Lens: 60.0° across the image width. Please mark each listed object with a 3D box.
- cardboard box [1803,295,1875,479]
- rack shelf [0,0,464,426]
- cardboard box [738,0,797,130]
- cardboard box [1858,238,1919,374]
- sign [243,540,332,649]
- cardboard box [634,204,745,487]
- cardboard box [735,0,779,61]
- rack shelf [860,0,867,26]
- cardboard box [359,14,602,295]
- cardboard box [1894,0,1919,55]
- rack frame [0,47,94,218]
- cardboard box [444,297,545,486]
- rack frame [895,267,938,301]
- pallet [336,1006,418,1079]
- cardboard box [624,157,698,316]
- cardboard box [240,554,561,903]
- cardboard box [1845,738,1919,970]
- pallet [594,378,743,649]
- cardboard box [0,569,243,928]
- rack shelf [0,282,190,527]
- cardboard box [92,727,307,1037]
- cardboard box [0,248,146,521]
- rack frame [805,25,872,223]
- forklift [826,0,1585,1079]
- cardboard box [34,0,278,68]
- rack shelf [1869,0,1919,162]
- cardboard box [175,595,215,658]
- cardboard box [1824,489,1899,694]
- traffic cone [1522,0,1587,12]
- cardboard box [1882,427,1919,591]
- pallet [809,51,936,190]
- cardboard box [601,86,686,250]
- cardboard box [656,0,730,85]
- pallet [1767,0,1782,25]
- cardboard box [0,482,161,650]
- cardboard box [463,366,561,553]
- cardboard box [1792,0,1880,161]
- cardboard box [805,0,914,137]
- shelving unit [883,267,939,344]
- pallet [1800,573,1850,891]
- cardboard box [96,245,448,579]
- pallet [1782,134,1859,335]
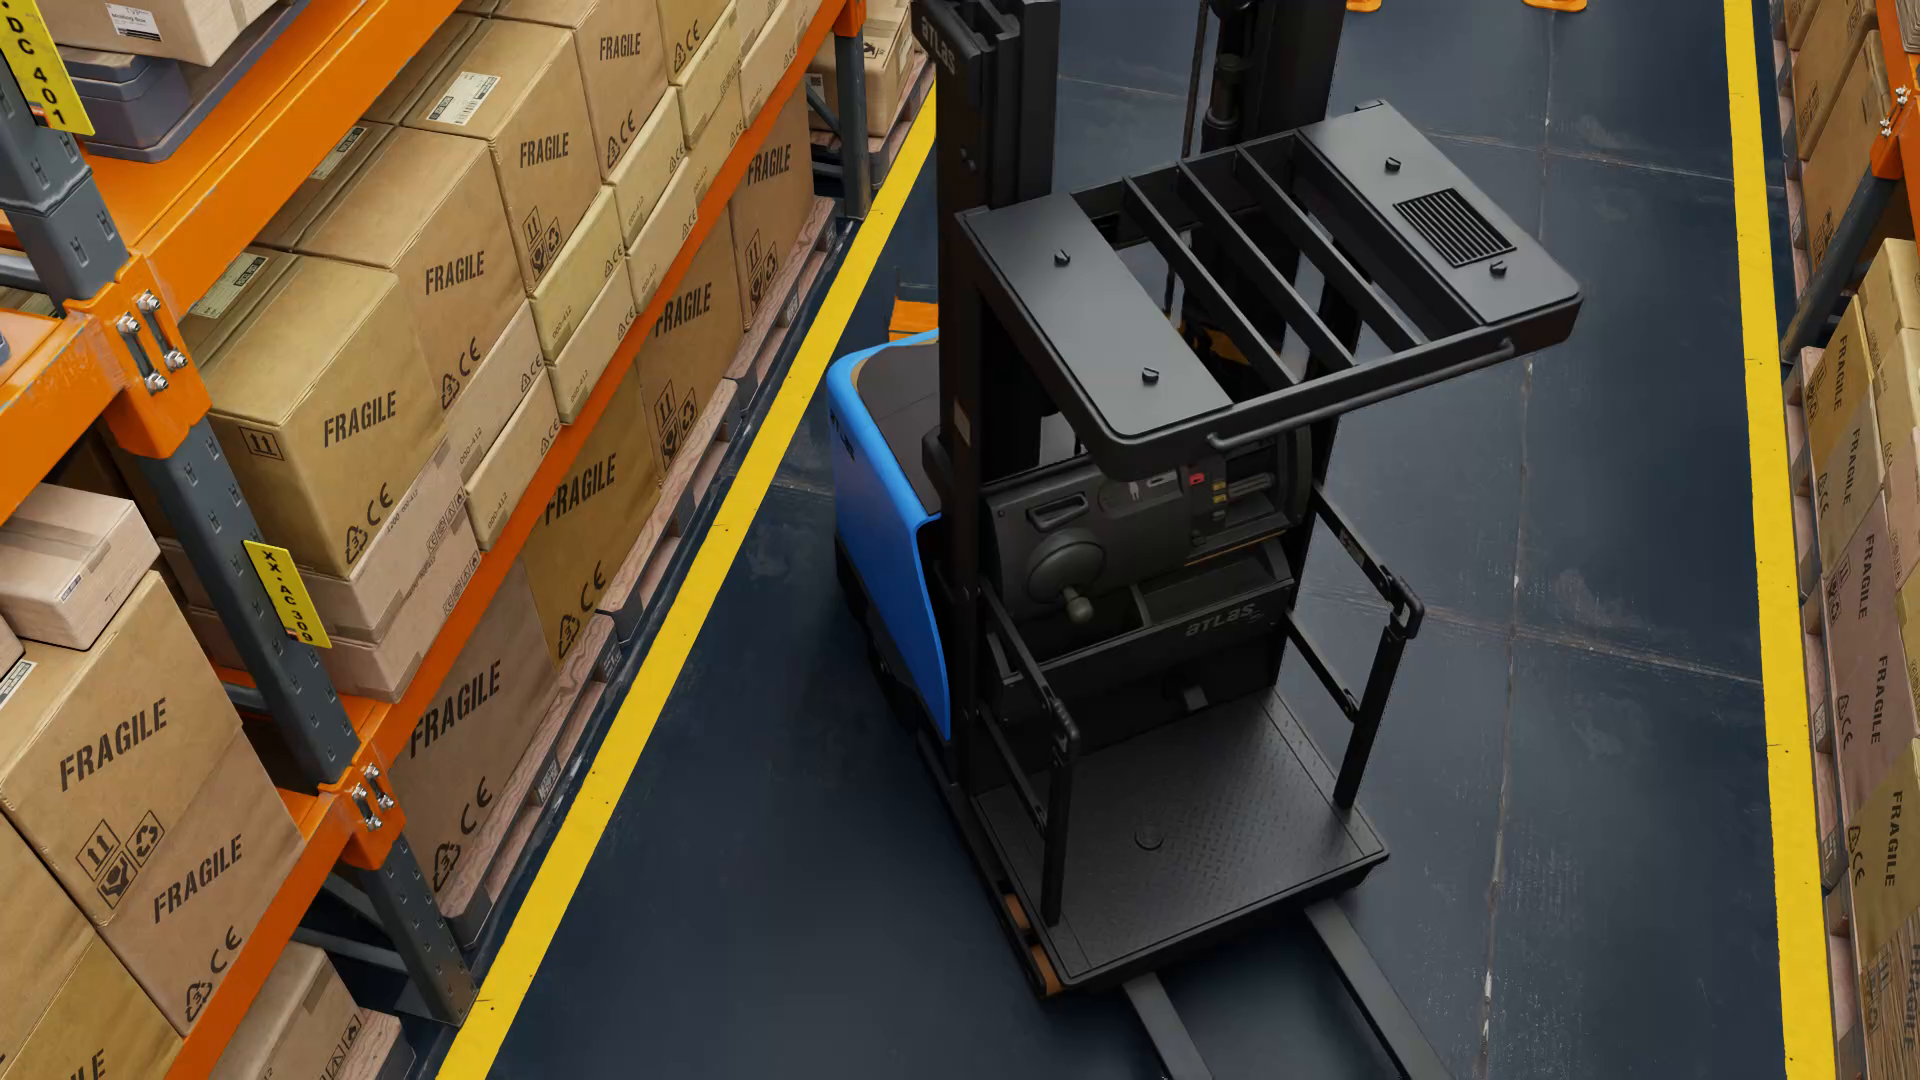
[{"bbox_3d":[3.469,-0.517,6.093,0.500,0.500,0.500,10,49,8],"label":"cardboard box"},{"bbox_3d":[-1.428,-1.878,4.386,1.077,0.370,4.000,12,50,10],"label":"rack shelf"},{"bbox_3d":[-0.903,-1.731,5.877,0.500,0.250,0.500,12,50,11],"label":"cardboard box"},{"bbox_3d":[3.486,-0.776,5.821,0.500,0.250,0.500,10,49,8],"label":"cardboard box"},{"bbox_3d":[-1.418,0.119,3.514,0.100,0.325,0.005,12,50,10],"label":"sign"},{"bbox_3d":[-1.402,-0.879,6.162,0.875,0.875,0.875,12,50,10],"label":"cardboard box"},{"bbox_3d":[-0.915,-1.914,5.705,0.500,0.250,0.500,10,49,9],"label":"cardboard box"},{"bbox_3d":[-0.375,-3.779,8.064,1.077,0.370,4.000,12,50,10],"label":"rack shelf"},{"bbox_3d":[-1.319,-1.038,4.432,0.500,0.500,0.500,10,49,9],"label":"cardboard box"},{"bbox_3d":[3.760,-2.078,6.017,0.500,0.500,0.500,12,50,10],"label":"cardboard box"},{"bbox_3d":[-1.954,-1.662,1.715,1.000,3.000,0.127,12,50,10],"label":"rack frame"},{"bbox_3d":[-1.456,-0.438,4.403,0.500,0.250,0.500,12,50,11],"label":"cardboard box"},{"bbox_3d":[-0.124,-0.573,6.056,0.200,1.050,0.008,6,49,5],"label":"rack frame"},{"bbox_3d":[-2.230,1.780,4.538,1.003,0.211,1.213,12,50,10],"label":"pallet"},{"bbox_3d":[-1.158,-0.996,5.228,0.500,0.250,0.500,11,49,9],"label":"cardboard box"},{"bbox_3d":[-1.868,0.423,5.013,0.875,0.875,0.875,13,50,11],"label":"cardboard box"},{"bbox_3d":[2.935,0.959,4.790,0.500,0.500,0.500,11,49,9],"label":"cardboard box"},{"bbox_3d":[-1.504,-0.213,6.297,1.003,0.211,1.213,12,50,10],"label":"pallet"},{"bbox_3d":[-1.812,0.355,3.203,0.500,0.500,0.500,11,50,10],"label":"cardboard box"},{"bbox_3d":[-2.480,1.015,1.833,1.077,0.370,4.000,12,50,10],"label":"rack shelf"},{"bbox_3d":[-1.829,0.676,3.586,0.500,0.500,0.500,12,50,10],"label":"cardboard box"},{"bbox_3d":[-2.079,-0.414,3.881,0.500,0.500,0.500,13,50,11],"label":"cardboard box"},{"bbox_3d":[-0.901,-2.570,6.518,1.000,3.000,0.127,12,50,10],"label":"rack frame"},{"bbox_3d":[0.605,0.032,4.267,1.130,2.935,3.031,-18,51,-15],"label":"forklift"},{"bbox_3d":[-1.485,-1.057,2.991,0.396,0.266,0.258,11,50,10],"label":"cardboard box"},{"bbox_3d":[4.427,-2.875,7.267,1.077,0.370,4.000,12,50,10],"label":"rack shelf"},{"bbox_3d":[-2.079,-0.002,4.351,0.500,0.250,0.500,10,49,9],"label":"cardboard box"},{"bbox_3d":[3.209,0.219,5.443,0.500,0.500,0.500,10,49,9],"label":"cardboard box"},{"bbox_3d":[3.144,-3.048,8.632,0.336,0.463,0.334,12,50,10],"label":"traffic cone"},{"bbox_3d":[3.210,-0.053,5.183,0.500,0.250,0.500,12,50,10],"label":"cardboard box"},{"bbox_3d":[-0.694,-2.213,8.062,1.003,0.211,1.213,12,50,10],"label":"pallet"},{"bbox_3d":[-1.166,-1.164,5.043,0.500,0.250,0.500,10,49,9],"label":"cardboard box"},{"bbox_3d":[-1.049,-1.778,5.085,0.500,0.500,0.500,12,50,10],"label":"cardboard box"},{"bbox_3d":[4.823,-3.064,8.814,1.003,0.211,1.213,12,50,10],"label":"pallet"},{"bbox_3d":[-1.728,0.030,3.057,0.380,0.149,0.250,11,49,9],"label":"cardboard box"},{"bbox_3d":[-1.449,-0.268,4.586,0.500,0.250,0.500,10,49,9],"label":"cardboard box"},{"bbox_3d":[4.375,-2.117,7.338,1.050,0.750,0.750,12,50,11],"label":"cardboard box"},{"bbox_3d":[-0.743,-2.246,7.705,0.950,0.372,0.625,9,49,7],"label":"cardboard box"},{"bbox_3d":[-0.140,-0.482,5.976,0.215,1.050,0.252,6,49,5],"label":"shelving unit"},{"bbox_3d":[3.371,0.701,5.491,1.003,0.211,1.213,12,50,10],"label":"pallet"},{"bbox_3d":[-1.561,-0.303,3.783,0.500,0.500,0.500,12,50,10],"label":"cardboard box"},{"bbox_3d":[4.181,-1.299,7.256,1.003,0.211,1.213,12,50,10],"label":"pallet"}]
